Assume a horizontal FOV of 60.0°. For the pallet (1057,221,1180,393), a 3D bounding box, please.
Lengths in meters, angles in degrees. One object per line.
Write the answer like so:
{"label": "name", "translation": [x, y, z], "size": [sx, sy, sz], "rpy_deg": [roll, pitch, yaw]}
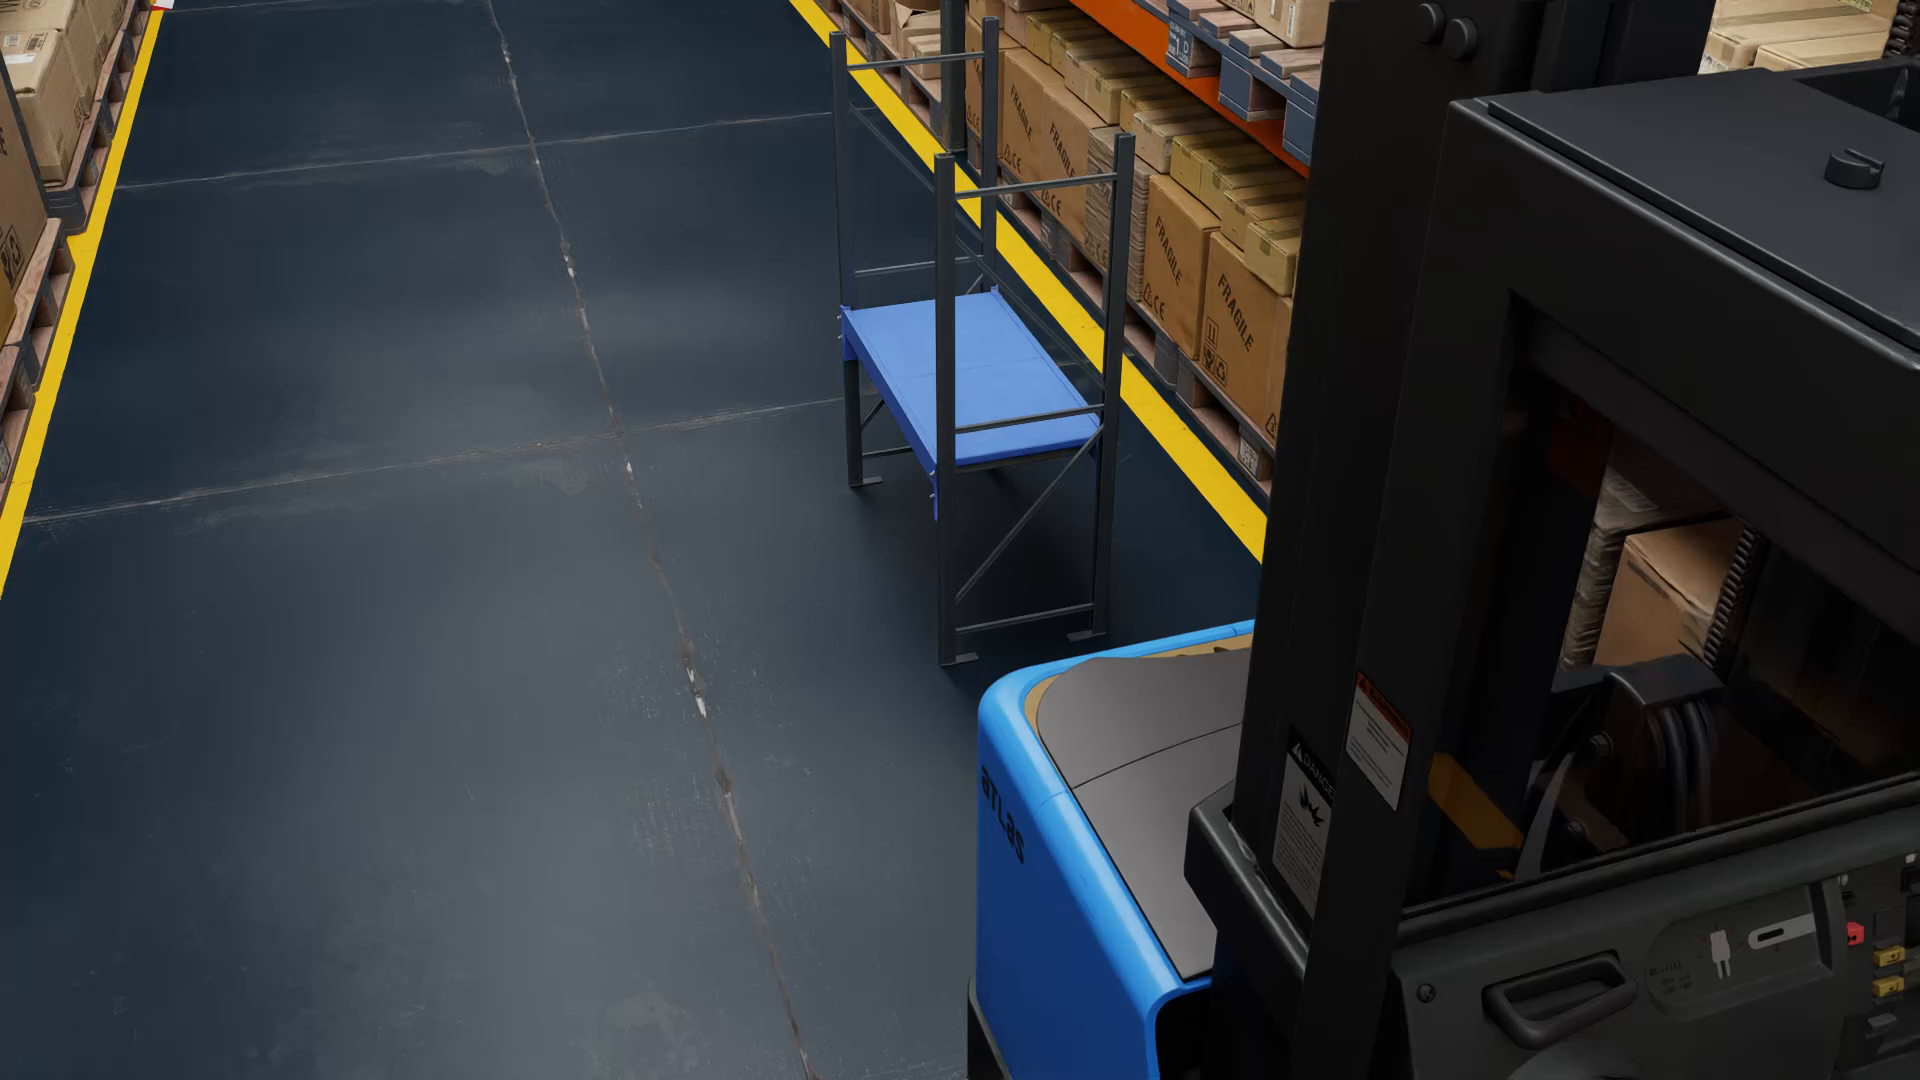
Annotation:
{"label": "pallet", "translation": [1.060, -1.019, 6.600], "size": [1.003, 0.211, 1.213], "rpy_deg": [-10, 35, -15]}

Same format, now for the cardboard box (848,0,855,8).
{"label": "cardboard box", "translation": [-0.434, -3.390, 9.546], "size": [0.500, 0.500, 0.500], "rpy_deg": [-9, 35, -14]}

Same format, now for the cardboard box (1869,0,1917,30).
{"label": "cardboard box", "translation": [2.120, -1.055, 3.447], "size": [0.380, 0.149, 0.250], "rpy_deg": [-10, 35, -15]}

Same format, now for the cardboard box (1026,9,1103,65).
{"label": "cardboard box", "translation": [0.504, -2.149, 7.079], "size": [0.380, 0.149, 0.250], "rpy_deg": [-12, 35, -17]}

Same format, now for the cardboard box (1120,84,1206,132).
{"label": "cardboard box", "translation": [0.824, -1.602, 6.252], "size": [0.380, 0.149, 0.250], "rpy_deg": [-10, 35, -15]}

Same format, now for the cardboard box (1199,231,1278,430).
{"label": "cardboard box", "translation": [1.144, -0.727, 5.516], "size": [0.500, 0.500, 0.500], "rpy_deg": [-11, 35, -15]}

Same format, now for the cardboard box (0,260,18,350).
{"label": "cardboard box", "translation": [-3.777, -0.911, 5.455], "size": [0.875, 0.875, 0.875], "rpy_deg": [-9, 35, -13]}

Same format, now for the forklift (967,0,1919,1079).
{"label": "forklift", "translation": [0.971, 0.596, 1.690], "size": [1.130, 2.935, 3.031], "rpy_deg": [-11, 35, -16]}

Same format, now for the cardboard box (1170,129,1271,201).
{"label": "cardboard box", "translation": [0.964, -1.325, 5.832], "size": [0.380, 0.149, 0.250], "rpy_deg": [-11, 35, -15]}

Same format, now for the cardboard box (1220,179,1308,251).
{"label": "cardboard box", "translation": [1.078, -1.048, 5.413], "size": [0.380, 0.149, 0.250], "rpy_deg": [-11, 35, -16]}

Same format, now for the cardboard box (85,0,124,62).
{"label": "cardboard box", "translation": [-4.962, -2.805, 8.718], "size": [0.875, 0.438, 0.875], "rpy_deg": [-9, 35, -13]}

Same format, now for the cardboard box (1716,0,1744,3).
{"label": "cardboard box", "translation": [1.520, -1.100, 3.514], "size": [0.380, 0.149, 0.250], "rpy_deg": [-9, 35, -14]}

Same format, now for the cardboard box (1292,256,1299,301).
{"label": "cardboard box", "translation": [1.229, -0.764, 4.983], "size": [0.380, 0.149, 0.250], "rpy_deg": [-12, 35, -17]}

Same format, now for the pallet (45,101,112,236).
{"label": "pallet", "translation": [-4.483, -1.657, 7.566], "size": [1.003, 0.211, 1.213], "rpy_deg": [-10, 35, -15]}

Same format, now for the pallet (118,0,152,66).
{"label": "pallet", "translation": [-5.227, -2.938, 9.504], "size": [1.003, 0.211, 1.213], "rpy_deg": [-10, 35, -15]}

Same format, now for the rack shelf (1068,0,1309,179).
{"label": "rack shelf", "translation": [1.010, -1.894, 6.048], "size": [1.077, 0.370, 4.000], "rpy_deg": [-10, 35, -15]}

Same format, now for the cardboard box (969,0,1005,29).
{"label": "cardboard box", "translation": [0.256, -2.414, 7.481], "size": [0.380, 0.149, 0.250], "rpy_deg": [-8, 34, -12]}

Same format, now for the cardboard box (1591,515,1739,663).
{"label": "cardboard box", "translation": [2.005, 0.343, 3.783], "size": [0.875, 0.625, 0.625], "rpy_deg": [-9, 34, -13]}

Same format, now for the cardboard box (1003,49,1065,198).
{"label": "cardboard box", "translation": [0.505, -1.807, 7.150], "size": [0.500, 0.500, 0.500], "rpy_deg": [-10, 35, -15]}

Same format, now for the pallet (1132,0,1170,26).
{"label": "pallet", "translation": [1.023, -2.084, 5.858], "size": [1.003, 0.211, 1.213], "rpy_deg": [-10, 35, -15]}

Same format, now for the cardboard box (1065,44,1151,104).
{"label": "cardboard box", "translation": [0.641, -1.870, 6.657], "size": [0.380, 0.149, 0.250], "rpy_deg": [-10, 35, -15]}

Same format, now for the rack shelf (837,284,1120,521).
{"label": "rack shelf", "translation": [0.026, -0.431, 4.868], "size": [0.538, 0.185, 1.000], "rpy_deg": [-10, 35, -15]}

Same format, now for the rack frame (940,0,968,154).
{"label": "rack frame", "translation": [0.400, -3.244, 7.439], "size": [1.000, 3.000, 0.127], "rpy_deg": [-10, 35, -15]}

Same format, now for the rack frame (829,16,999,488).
{"label": "rack frame", "translation": [-0.129, -0.848, 5.173], "size": [0.500, 1.500, 0.032], "rpy_deg": [-10, 35, -15]}

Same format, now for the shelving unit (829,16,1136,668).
{"label": "shelving unit", "translation": [0.026, -0.581, 4.769], "size": [0.538, 1.500, 1.048], "rpy_deg": [-10, 35, -15]}

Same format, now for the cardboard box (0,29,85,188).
{"label": "cardboard box", "translation": [-4.415, -1.862, 7.289], "size": [0.875, 0.438, 0.875], "rpy_deg": [-11, 35, -15]}

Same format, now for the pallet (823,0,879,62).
{"label": "pallet", "translation": [-0.184, -3.083, 9.725], "size": [1.003, 0.211, 1.213], "rpy_deg": [-10, 35, -15]}

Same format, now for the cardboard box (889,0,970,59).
{"label": "cardboard box", "translation": [-0.158, -2.709, 8.728], "size": [0.396, 0.266, 0.258], "rpy_deg": [-9, 34, -13]}

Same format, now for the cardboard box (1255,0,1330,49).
{"label": "cardboard box", "translation": [1.055, -1.495, 4.638], "size": [0.380, 0.149, 0.250], "rpy_deg": [-9, 35, -14]}

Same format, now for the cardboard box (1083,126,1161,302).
{"label": "cardboard box", "translation": [0.806, -1.271, 6.339], "size": [0.500, 0.500, 0.500], "rpy_deg": [-11, 35, -16]}

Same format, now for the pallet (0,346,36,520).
{"label": "pallet", "translation": [-3.643, -0.210, 5.377], "size": [1.003, 0.211, 1.213], "rpy_deg": [-10, 35, -15]}

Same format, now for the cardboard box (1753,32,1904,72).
{"label": "cardboard box", "translation": [1.714, -0.834, 3.112], "size": [0.380, 0.149, 0.250], "rpy_deg": [-10, 35, -14]}
